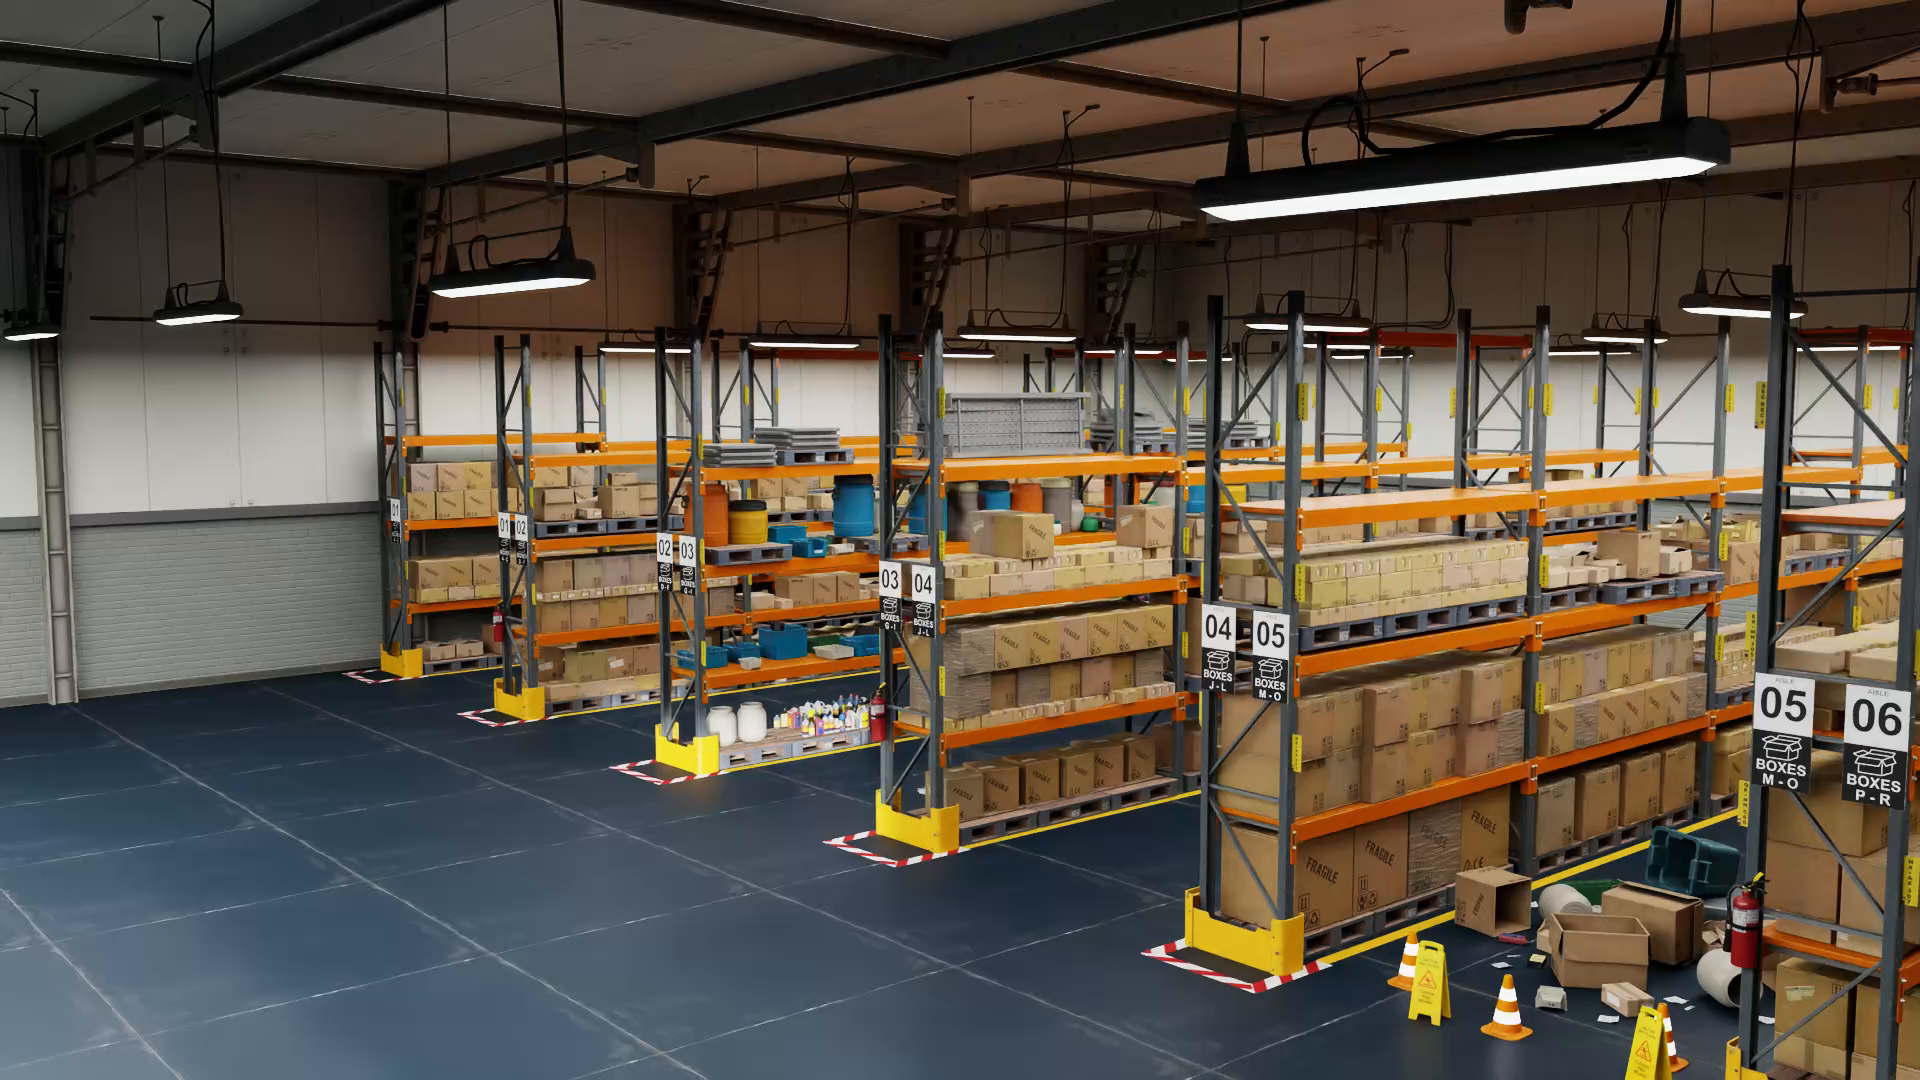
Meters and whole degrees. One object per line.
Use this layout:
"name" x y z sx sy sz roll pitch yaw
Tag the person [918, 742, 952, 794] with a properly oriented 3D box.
"person" -0.277 2.391 21.283 0.410 1.678 0.519 3 6 31
